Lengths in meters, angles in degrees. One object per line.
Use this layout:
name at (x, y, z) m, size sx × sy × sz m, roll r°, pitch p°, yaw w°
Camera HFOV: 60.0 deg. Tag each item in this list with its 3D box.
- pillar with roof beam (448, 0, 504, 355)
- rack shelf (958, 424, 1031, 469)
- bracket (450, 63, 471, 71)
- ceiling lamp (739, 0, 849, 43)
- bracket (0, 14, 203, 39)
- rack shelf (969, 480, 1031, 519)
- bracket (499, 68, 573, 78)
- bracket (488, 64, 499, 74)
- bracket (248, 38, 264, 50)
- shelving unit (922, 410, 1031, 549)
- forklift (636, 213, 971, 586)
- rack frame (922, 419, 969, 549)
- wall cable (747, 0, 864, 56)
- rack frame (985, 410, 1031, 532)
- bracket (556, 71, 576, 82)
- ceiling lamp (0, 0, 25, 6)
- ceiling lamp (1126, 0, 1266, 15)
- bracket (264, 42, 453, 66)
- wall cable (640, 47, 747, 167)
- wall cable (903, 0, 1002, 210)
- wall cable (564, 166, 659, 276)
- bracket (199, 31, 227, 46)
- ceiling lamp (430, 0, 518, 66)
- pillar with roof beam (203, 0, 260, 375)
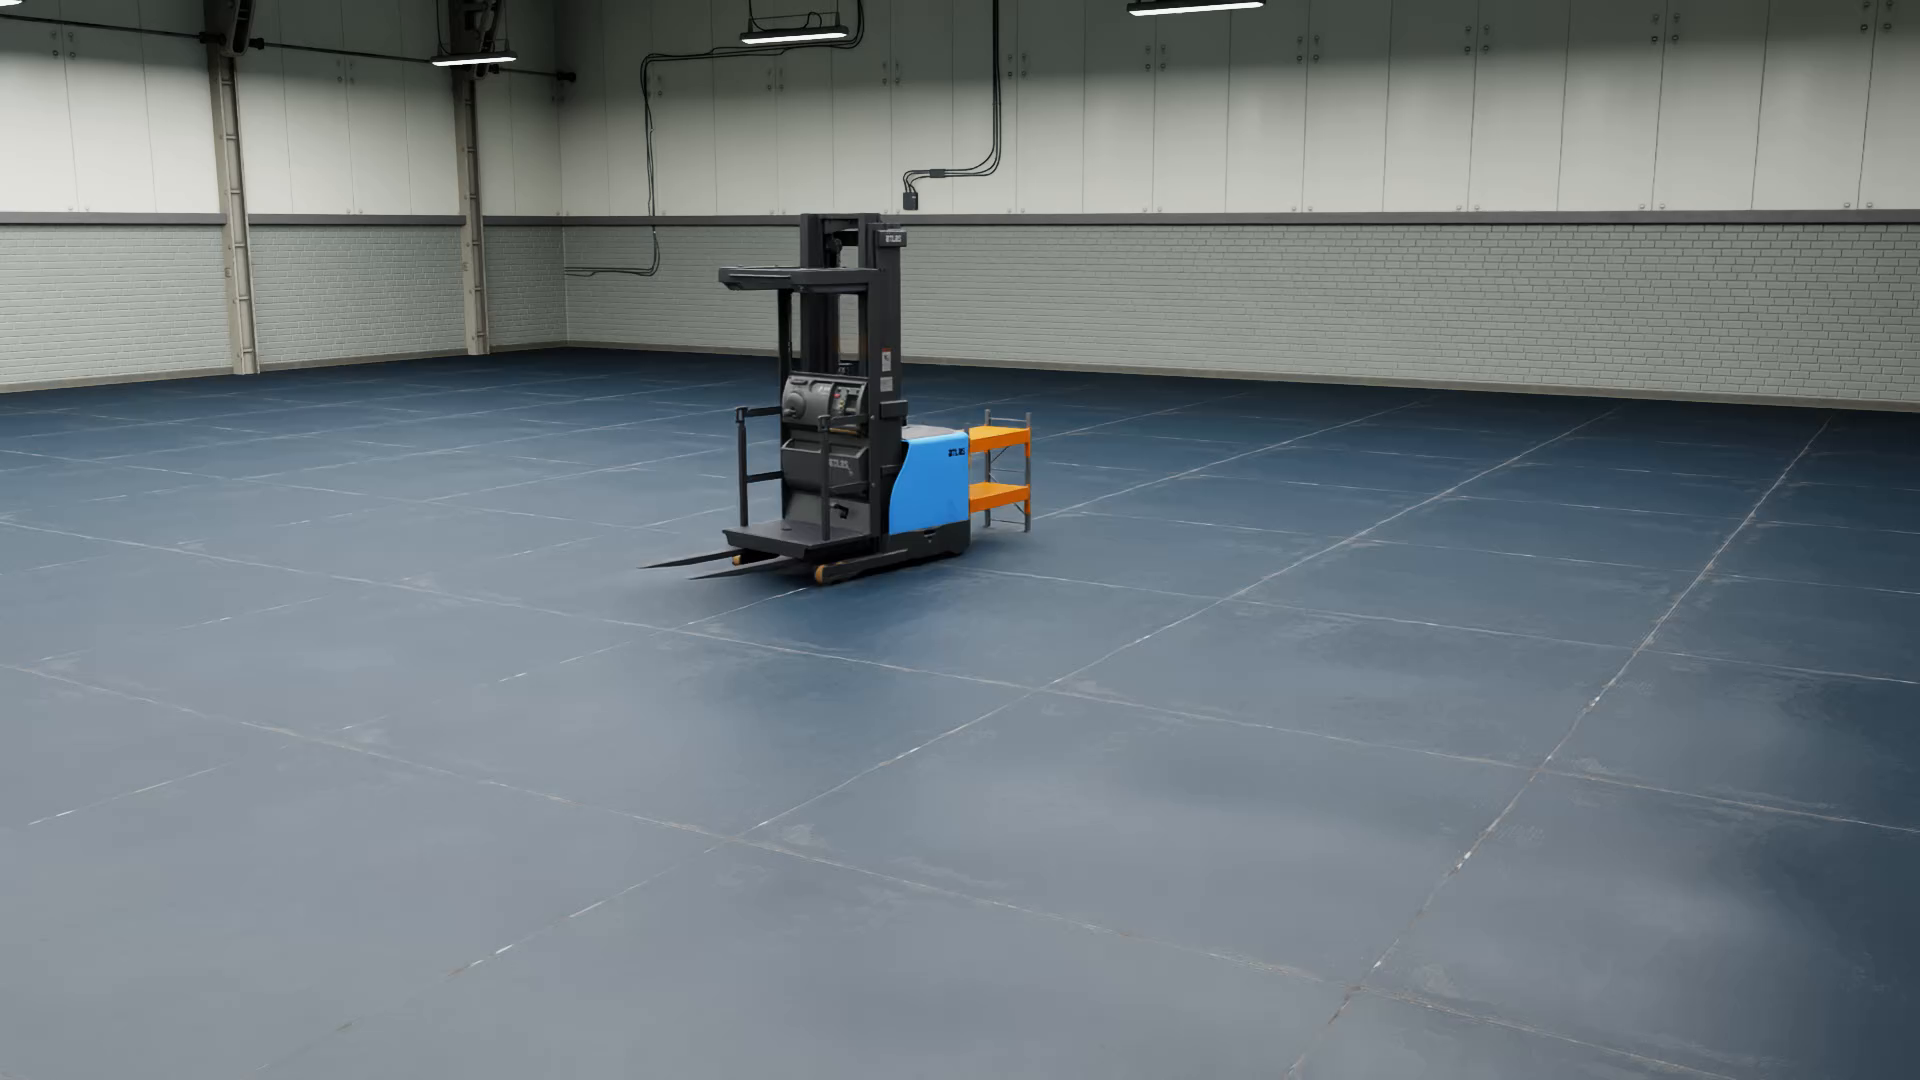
pillar with roof beam at (-7.273, -8.238, 34.799) m, size 9.100 × 9.000 × 0.548 m, roll 6°, pitch 12°, yaw 31°
rack shelf at (0.160, -0.863, 15.215) m, size 0.538 × 0.278 × 1.000 m, roll 7°, pitch 13°, yaw 34°
bracket at (-10.864, -10.319, 36.134) m, size 0.235 × 0.232 × 0.430 m, roll 6°, pitch 12°, yaw 31°
ceiling lamp at (-2.583, -9.751, 27.017) m, size 2.000 × 3.185 × 0.800 m, roll 6°, pitch 12°, yaw 31°
bracket at (-15.317, -8.970, 28.930) m, size 0.076 × 0.066 × 4.783 m, roll 6°, pitch 12°, yaw 31°
rack shelf at (0.160, -0.335, 15.314) m, size 0.538 × 0.278 × 1.000 m, roll 7°, pitch 13°, yaw 34°
bracket at (-9.509, -10.730, 38.326) m, size 0.076 × 0.066 × 3.189 m, roll 6°, pitch 12°, yaw 31°
bracket at (-10.433, -10.450, 36.832) m, size 0.235 × 0.232 × 0.430 m, roll 6°, pitch 12°, yaw 31°
bracket at (-13.548, -9.506, 31.791) m, size 0.235 × 0.232 × 0.430 m, roll 6°, pitch 12°, yaw 31°
shelving unit at (0.160, -0.576, 15.269) m, size 0.538 × 1.125 × 1.048 m, roll 7°, pitch 13°, yaw 34°
forklift at (-1.263, -1.180, 13.589) m, size 1.130 × 2.935 × 3.031 m, roll 9°, pitch 14°, yaw 41°
rack frame at (-0.131, -0.499, 14.859) m, size 0.500 × 1.125 × 0.032 m, roll 7°, pitch 13°, yaw 34°
wall cable at (-3.335, -11.624, 35.238) m, size 3.097 × 2.526 × 0.112 m, roll 6°, pitch 12°, yaw 31°
rack frame at (0.451, -0.652, 15.678) m, size 0.500 × 1.125 × 0.032 m, roll 7°, pitch 13°, yaw 34°
bracket at (-9.203, -10.823, 38.823) m, size 0.235 × 0.232 × 0.430 m, roll 6°, pitch 12°, yaw 31°
ceiling lamp at (-13.629, -9.024, 23.135) m, size 2.000 × 3.185 × 0.800 m, roll 6°, pitch 12°, yaw 31°
ceiling lamp at (3.451, -9.076, 23.414) m, size 2.000 × 3.185 × 0.800 m, roll 6°, pitch 12°, yaw 31°
bracket at (-12.202, -9.914, 33.970) m, size 0.076 × 0.066 × 4.783 m, roll 6°, pitch 12°, yaw 31°
wall cable at (-5.980, -9.684, 37.236) m, size 3.097 × 2.526 × 0.112 m, roll 6°, pitch 12°, yaw 31°
wall cable at (-0.187, -9.748, 33.625) m, size 2.305 × 6.003 × 0.169 m, roll 6°, pitch 12°, yaw 31°
wall cable at (-8.292, -7.460, 39.081) m, size 3.097 × 2.526 × 0.112 m, roll 6°, pitch 12°, yaw 31°
bracket at (-13.979, -9.376, 31.094) m, size 0.235 × 0.232 × 0.430 m, roll 6°, pitch 12°, yaw 31°
ceiling lamp at (-8.899, -10.457, 30.788) m, size 2.000 × 3.185 × 0.800 m, roll 6°, pitch 12°, yaw 31°
pillar with roof beam at (-10.388, -7.294, 29.758) m, size 9.100 × 9.000 × 0.548 m, roll 6°, pitch 12°, yaw 31°
